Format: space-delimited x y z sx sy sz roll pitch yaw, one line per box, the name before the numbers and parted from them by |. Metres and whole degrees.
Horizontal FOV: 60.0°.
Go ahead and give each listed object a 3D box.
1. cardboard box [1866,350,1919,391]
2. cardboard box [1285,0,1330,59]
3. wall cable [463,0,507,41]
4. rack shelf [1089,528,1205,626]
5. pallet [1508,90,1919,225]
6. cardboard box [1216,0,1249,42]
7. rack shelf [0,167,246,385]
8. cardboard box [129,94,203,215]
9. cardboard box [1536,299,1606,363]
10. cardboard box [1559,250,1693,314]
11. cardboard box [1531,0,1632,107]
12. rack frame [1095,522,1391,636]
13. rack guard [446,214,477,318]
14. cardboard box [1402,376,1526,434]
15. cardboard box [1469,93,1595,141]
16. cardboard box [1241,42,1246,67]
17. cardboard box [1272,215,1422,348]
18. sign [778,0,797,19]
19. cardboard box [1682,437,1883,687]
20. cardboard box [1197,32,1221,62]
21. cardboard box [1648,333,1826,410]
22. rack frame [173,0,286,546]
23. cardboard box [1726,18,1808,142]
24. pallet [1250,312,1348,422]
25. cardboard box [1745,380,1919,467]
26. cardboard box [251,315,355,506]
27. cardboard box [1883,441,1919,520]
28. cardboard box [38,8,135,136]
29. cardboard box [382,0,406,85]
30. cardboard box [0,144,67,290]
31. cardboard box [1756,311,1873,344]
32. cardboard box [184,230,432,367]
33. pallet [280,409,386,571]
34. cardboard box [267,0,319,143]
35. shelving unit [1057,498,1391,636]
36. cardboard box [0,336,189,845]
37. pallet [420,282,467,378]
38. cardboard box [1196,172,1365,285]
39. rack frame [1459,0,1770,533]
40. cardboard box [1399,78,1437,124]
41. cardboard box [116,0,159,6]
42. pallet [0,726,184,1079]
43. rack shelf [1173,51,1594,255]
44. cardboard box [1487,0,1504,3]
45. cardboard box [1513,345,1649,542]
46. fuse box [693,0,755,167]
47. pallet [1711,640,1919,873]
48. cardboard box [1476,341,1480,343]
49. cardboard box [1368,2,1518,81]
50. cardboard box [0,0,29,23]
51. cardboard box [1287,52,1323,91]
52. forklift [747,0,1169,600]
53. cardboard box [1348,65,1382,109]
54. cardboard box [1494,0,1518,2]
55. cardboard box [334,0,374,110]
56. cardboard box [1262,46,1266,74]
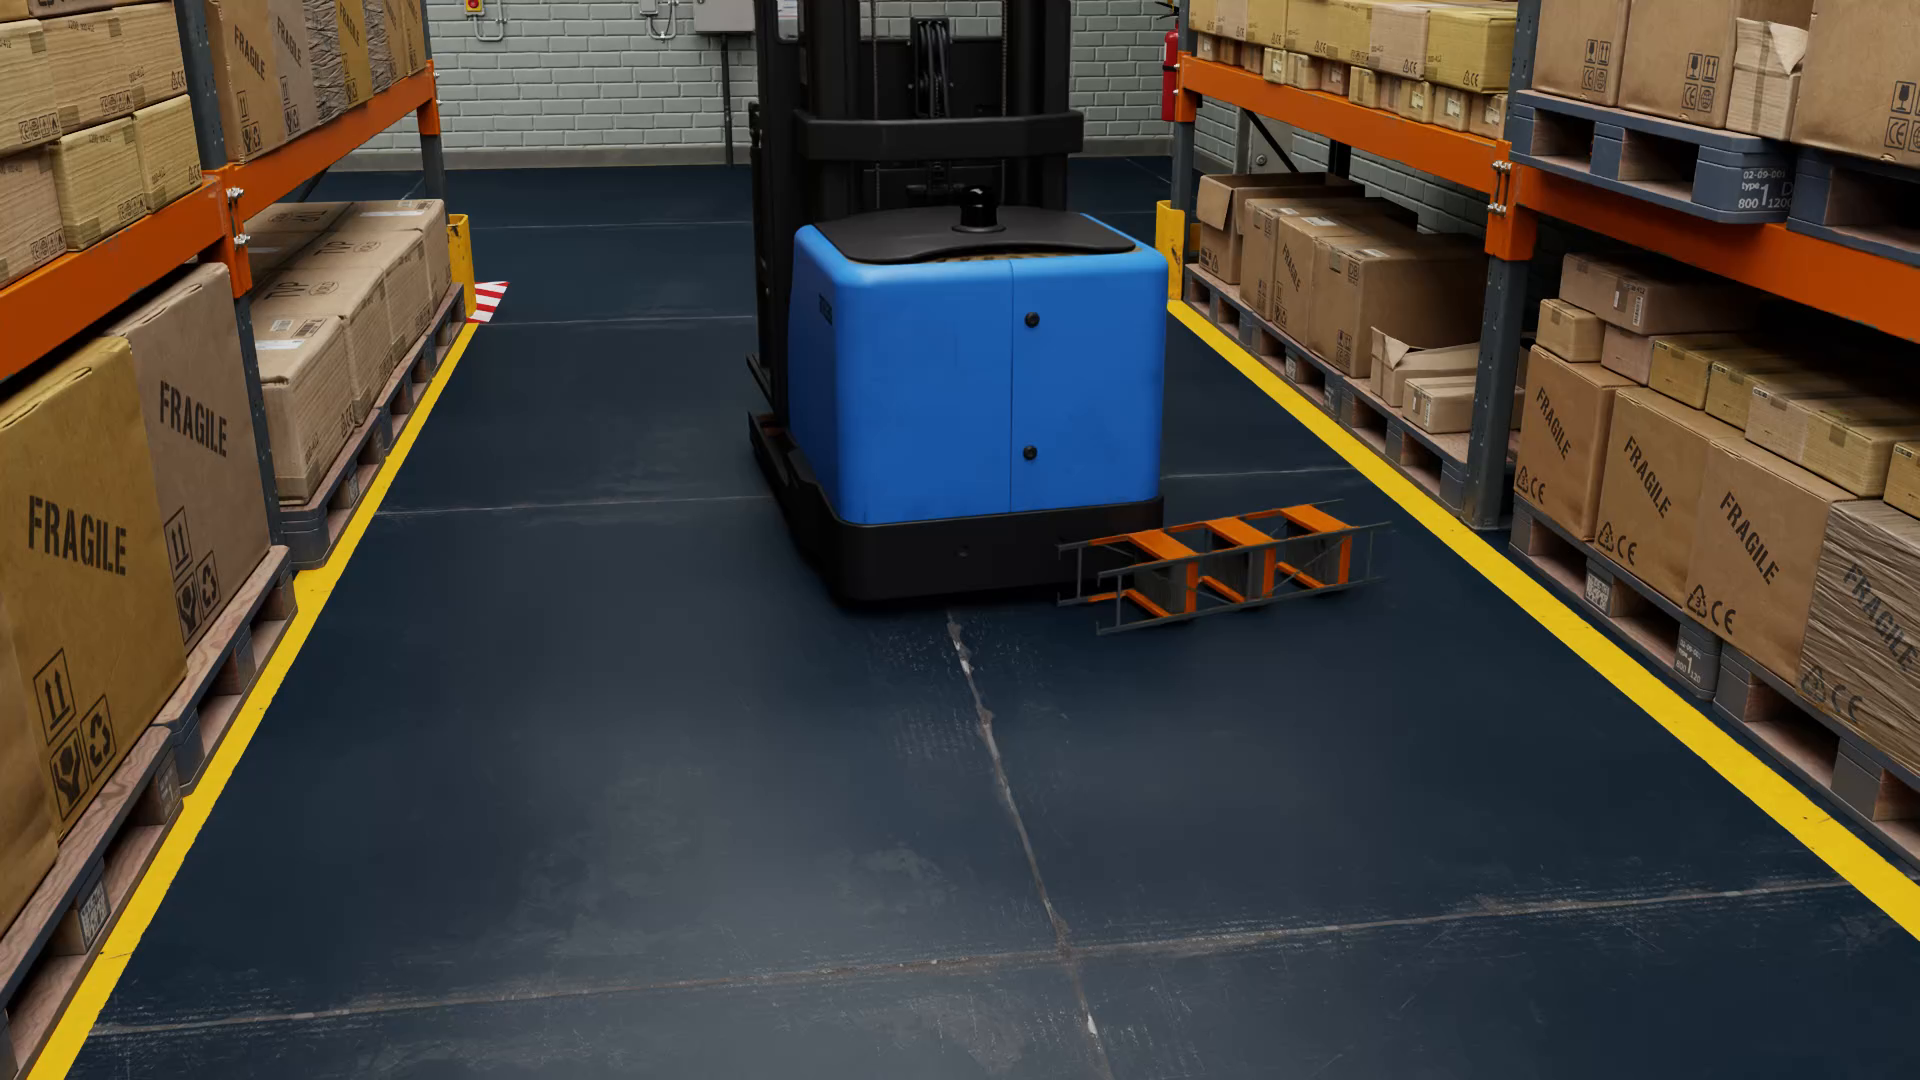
cardboard box | 2.762 -0.430 4.625 0.380 0.149 0.250 -4 21 -10
cardboard box | 1.740 -2.232 7.195 0.500 0.250 0.500 -3 21 -9
wall cable | -4.050 -5.050 13.453 0.585 1.953 0.123 -3 21 -8
rack shelf | 0.565 0.116 5.056 0.259 0.215 0.240 -9 22 -23
pallet | 2.281 -1.103 4.656 1.003 0.211 1.213 -3 21 -8
cardboard box | 1.569 -2.584 8.136 0.500 0.250 0.500 -3 21 -7
rack shelf | -2.349 -0.194 2.976 1.077 0.370 4.000 -3 21 -8
cardboard box | -2.324 -1.010 4.349 0.500 0.250 0.500 -3 21 -9
cardboard box | 2.062 -0.667 5.260 0.380 0.149 0.250 -2 21 -5
cardboard box | 2.122 -0.809 5.216 0.380 0.149 0.250 -3 21 -9
cardboard box | 2.122 -1.540 4.808 0.700 0.500 0.500 -2 21 -6
rack frame | 0.878 0.113 5.064 1.050 0.200 0.008 -9 22 -23
rack guard | -3.218 -1.446 8.872 1.175 0.500 0.348 -3 21 -8
cardboard box | 1.903 -0.514 6.280 0.380 0.149 0.250 -4 21 -9
cardboard box | 1.978 -1.455 5.683 0.380 0.149 0.250 -3 21 -7
cardboard box | 1.628 -2.440 8.320 0.380 0.149 0.250 -3 21 -8
cardboard box | 1.753 -1.183 7.569 0.500 0.500 0.500 -3 21 -7
sign | -1.492 -4.667 14.060 0.329 0.494 0.001 -3 21 -8
cardboard box | 2.275 0.035 4.308 0.500 0.500 0.500 -4 21 -9
cardboard box | 1.473 -2.614 8.788 0.380 0.149 0.250 -3 21 -8
cardboard box | 2.227 -0.487 4.777 0.380 0.149 0.250 -4 21 -11
rack frame | -2.638 -1.223 4.704 1.000 3.000 0.127 -3 21 -8
cardboard box | 2.094 -1.108 3.988 0.396 0.266 0.258 -2 21 -5
pallet | 1.996 -0.830 7.636 1.003 0.211 1.213 -3 21 -8
cardboard box | 2.279 -0.304 4.288 0.380 0.149 0.250 -3 21 -8
cardboard box | -2.622 -0.443 5.676 0.875 0.438 0.875 -3 21 -9
cardboard box | 2.380 -0.126 3.812 0.380 0.149 0.250 -3 21 -8
cardboard box | -2.254 -1.074 3.805 0.500 0.250 0.500 -2 21 -6
cardboard box | -2.825 -2.327 7.516 0.500 0.500 0.500 -3 21 -9
cardboard box | -2.197 -0.658 3.406 0.500 0.250 0.500 -3 21 -9
cardboard box | 2.655 -0.601 5.083 0.380 0.149 0.250 -3 21 -8
cardboard box | -2.880 -1.065 7.341 0.875 0.438 0.875 -2 21 -6
pallet | -2.670 -0.184 5.908 1.003 0.211 1.213 -3 21 -8
cardboard box | -2.515 -1.620 5.624 0.500 0.500 0.500 -3 21 -7
shelving unit | 0.827 0.074 5.168 1.050 0.215 0.252 -9 22 -23
cardboard box | -2.331 0.098 3.602 0.875 0.875 0.875 -2 21 -6
pallet | -3.022 -1.029 8.169 1.003 0.211 1.213 -3 21 -8
cardboard box | 1.691 -1.671 8.869 0.797 0.503 0.637 -4 21 -10
rack frame | 2.274 -1.475 5.378 1.000 3.000 0.127 -3 21 -8
cardboard box | 1.857 -1.633 6.159 0.380 0.149 0.250 -2 21 -6
cardboard box | -2.325 -1.596 4.132 0.500 0.500 0.500 -2 21 -6
pallet | -2.273 0.770 3.354 1.003 0.211 1.213 -3 21 -8
rack shelf | 1.985 -1.830 7.358 1.077 0.370 4.000 -3 21 -8
cardboard box | 2.318 -2.081 6.790 0.500 0.250 0.500 -2 21 -7
cardboard box | 2.121 -0.322 5.263 0.500 0.500 0.500 -2 21 -5
fuse box | -1.951 -4.011 14.010 0.539 1.711 0.414 -3 21 -8
pallet | 2.607 0.534 3.984 1.003 0.211 1.213 -3 21 -8
cardboard box | 2.350 -0.727 6.850 0.380 0.149 0.250 -3 21 -8
cardboard box | 1.872 -1.881 6.254 0.500 0.250 0.500 -3 21 -8
cardboard box | -2.189 -1.241 3.180 0.500 0.500 0.500 -2 21 -6
cardboard box | 1.668 -2.076 7.346 0.380 0.149 0.250 -2 21 -7
forklift | -0.218 -1.673 6.006 1.130 2.935 3.031 -5 21 -13
cardboard box | 1.782 -1.812 6.639 0.380 0.149 0.250 -3 21 -9
cardboard box | 2.322 -2.424 6.637 0.500 0.500 0.500 -3 21 -9
cardboard box | -2.654 -1.971 6.564 0.500 0.500 0.500 -2 21 -6
cardboard box | 1.647 -2.257 7.832 0.380 0.149 0.250 -3 21 -7
